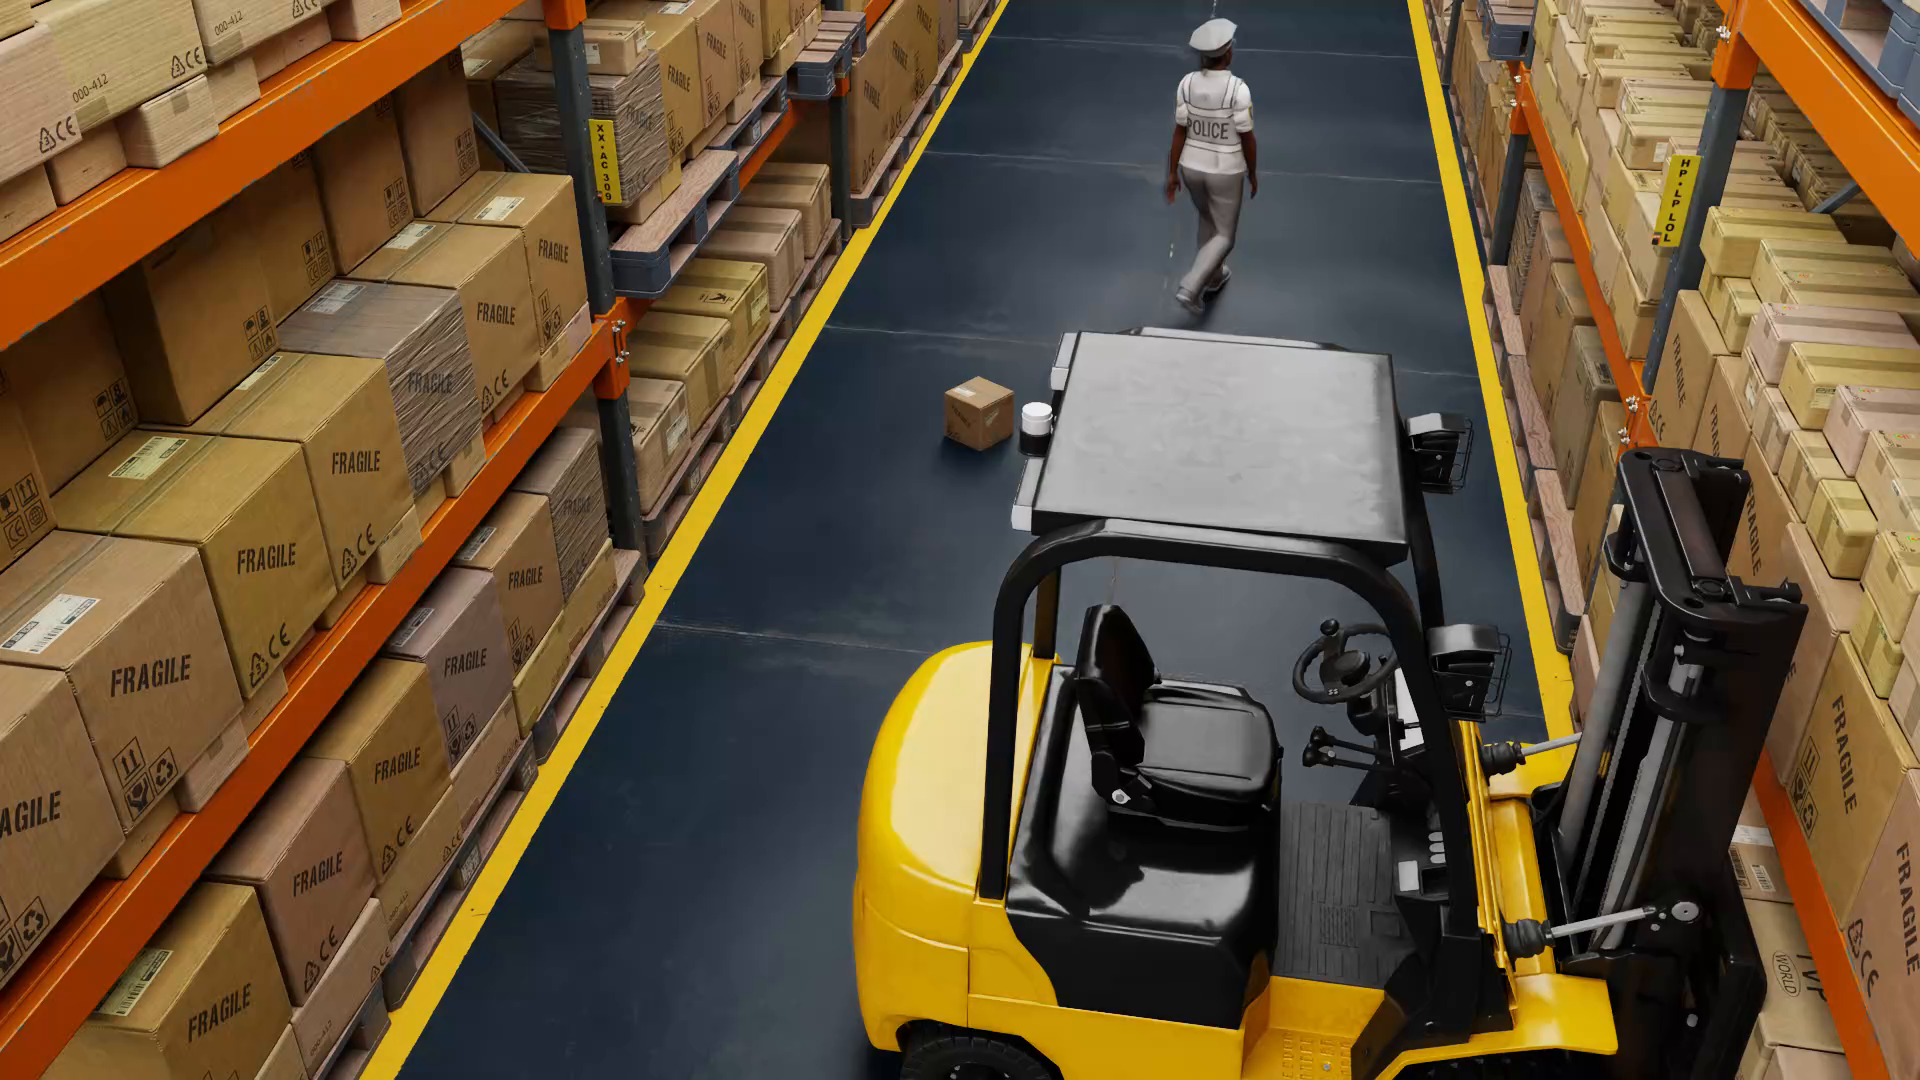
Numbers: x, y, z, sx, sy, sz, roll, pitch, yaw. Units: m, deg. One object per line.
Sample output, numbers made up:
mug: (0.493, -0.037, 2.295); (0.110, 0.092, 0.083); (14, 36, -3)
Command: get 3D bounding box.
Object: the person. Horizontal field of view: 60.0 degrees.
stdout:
person: (1.424, -2.094, 9.377); (0.463, 1.649, 0.903); (21, 38, 29)
